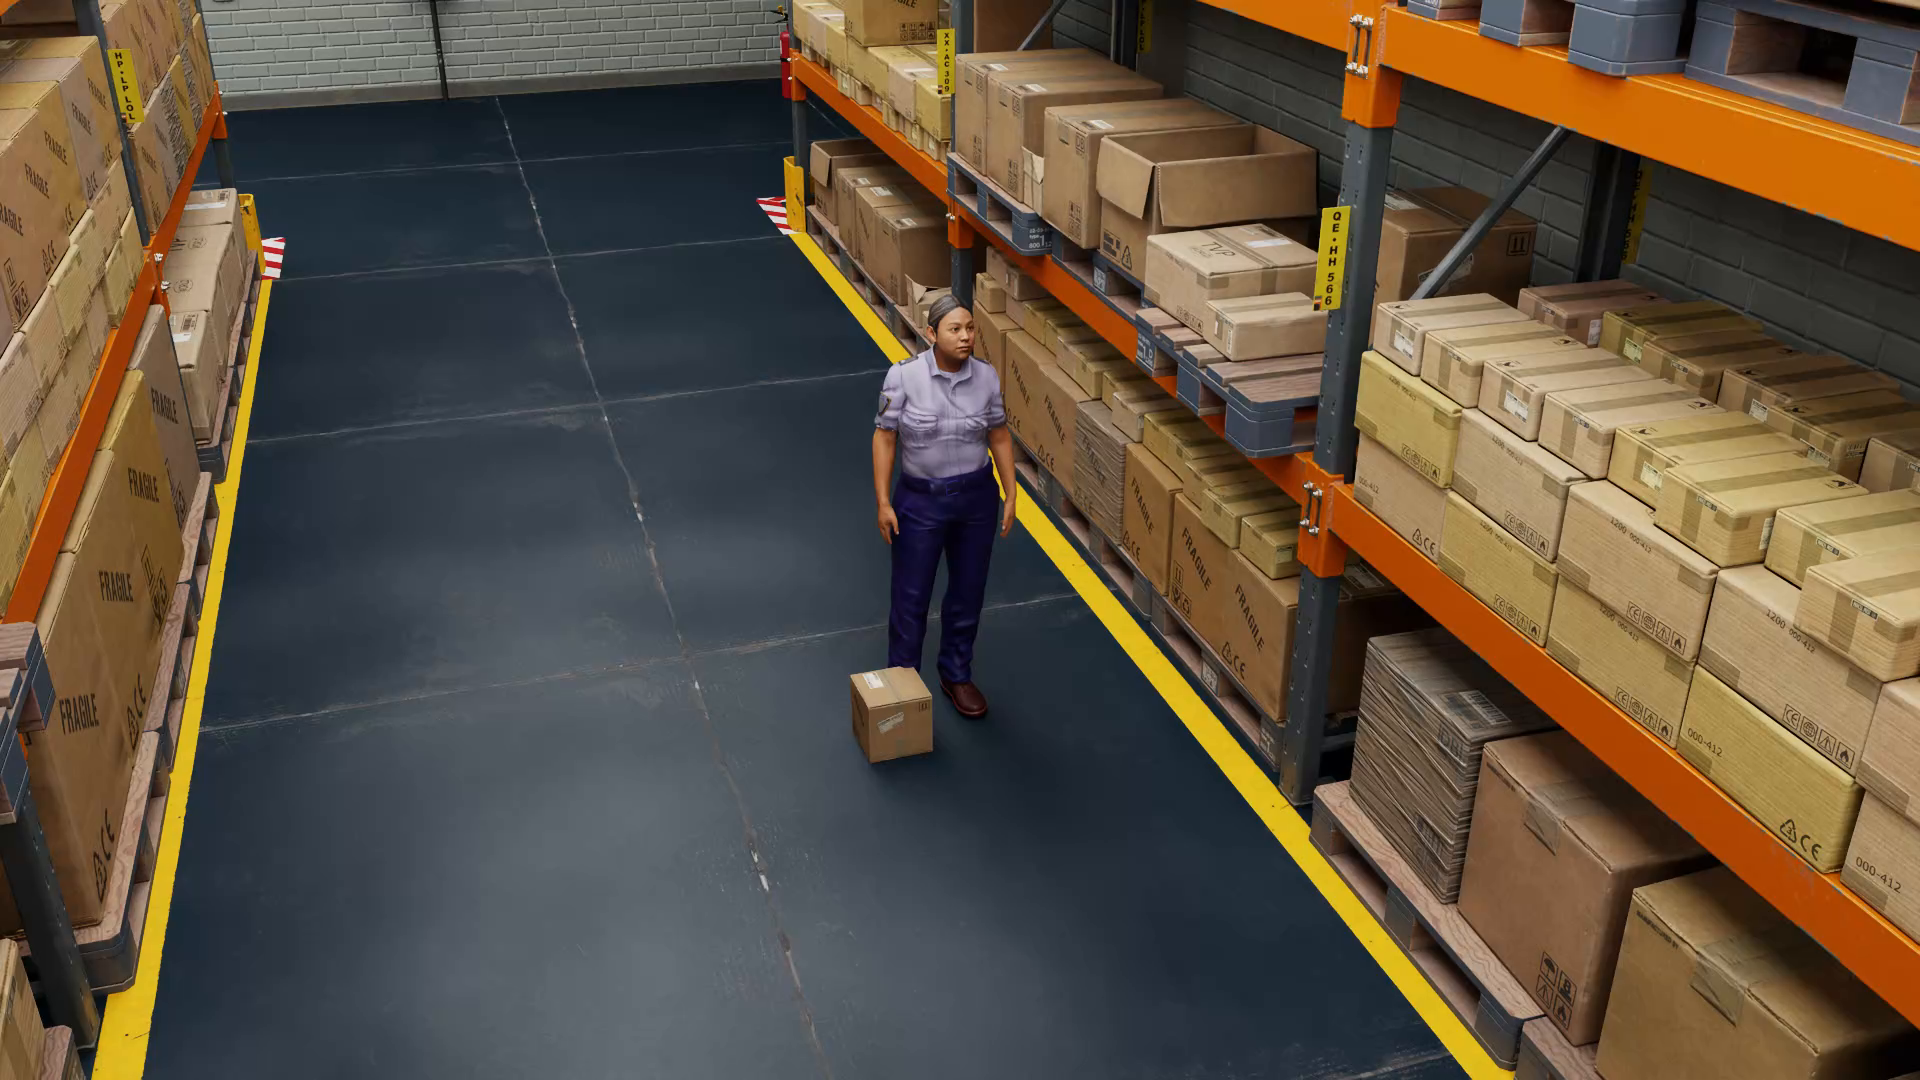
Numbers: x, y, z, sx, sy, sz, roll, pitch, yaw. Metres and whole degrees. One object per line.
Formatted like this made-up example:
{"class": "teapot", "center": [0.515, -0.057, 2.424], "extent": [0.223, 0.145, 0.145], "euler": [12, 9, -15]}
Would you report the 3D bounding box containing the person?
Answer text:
{"class": "person", "center": [-0.044, -0.082, 6.275], "extent": [0.599, 1.650, 0.502], "euler": [-8, 28, -16]}
